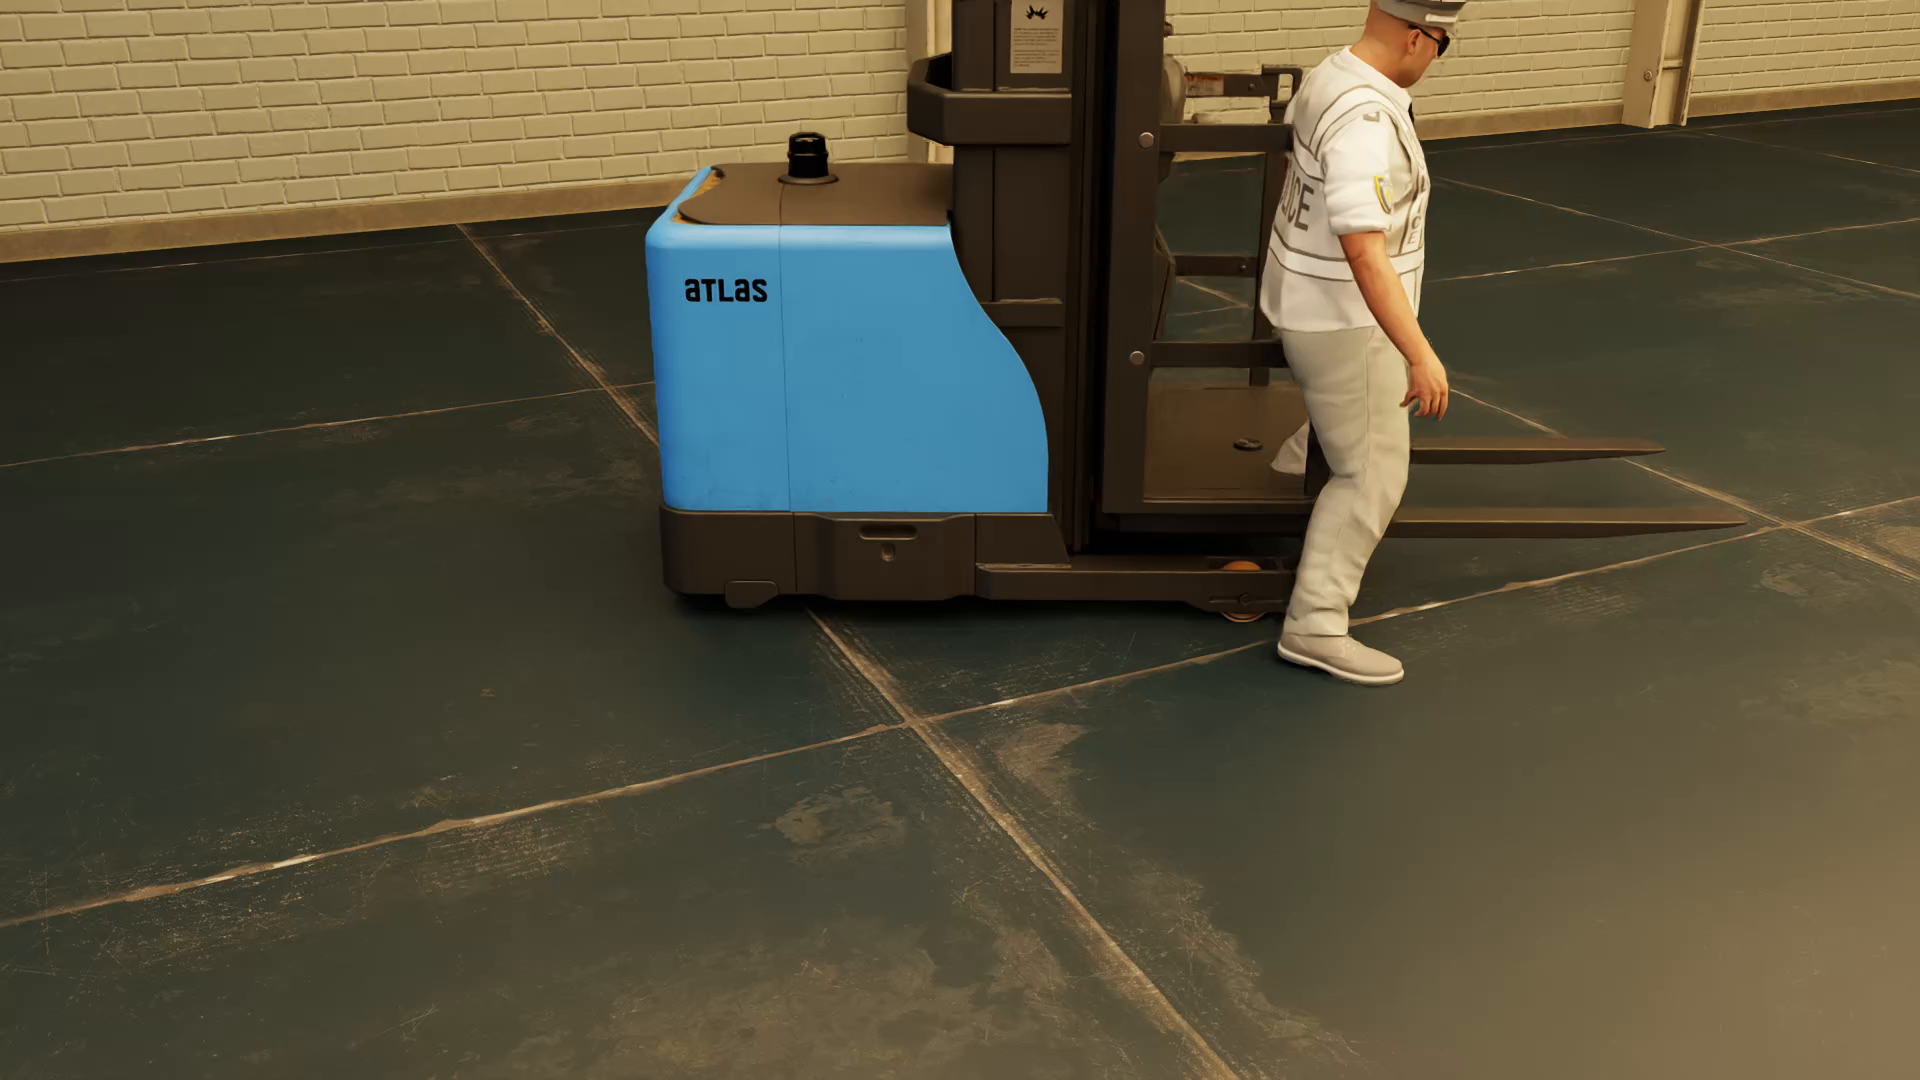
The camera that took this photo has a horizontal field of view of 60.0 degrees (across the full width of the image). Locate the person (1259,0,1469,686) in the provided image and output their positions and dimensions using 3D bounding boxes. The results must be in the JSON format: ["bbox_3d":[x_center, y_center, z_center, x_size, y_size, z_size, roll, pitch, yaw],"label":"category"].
[{"bbox_3d":[1.032,-0.556,4.215,0.513,1.717,0.864,0,23,-1],"label":"person"}]

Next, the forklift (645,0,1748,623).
[{"bbox_3d":[0.694,-1.332,4.492,3.031,2.935,1.130,0,23,1],"label":"forklift"}]
